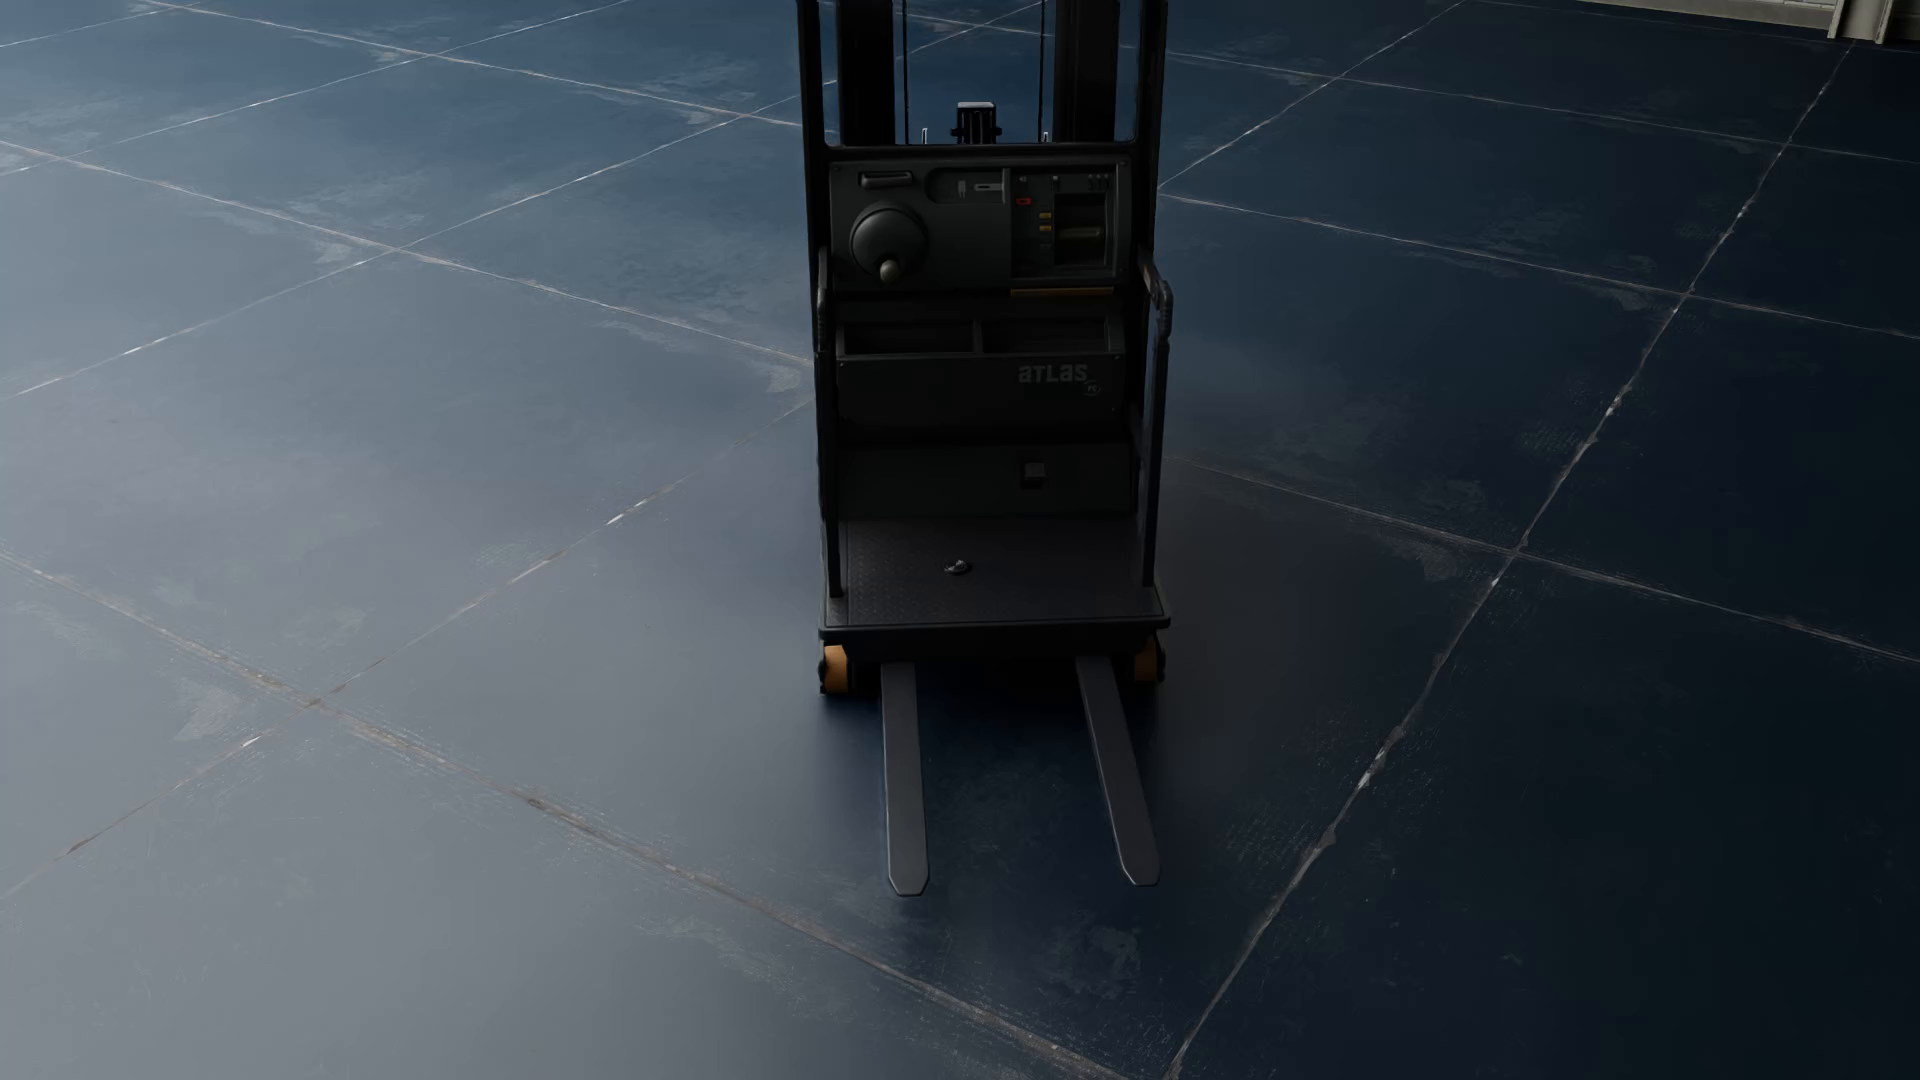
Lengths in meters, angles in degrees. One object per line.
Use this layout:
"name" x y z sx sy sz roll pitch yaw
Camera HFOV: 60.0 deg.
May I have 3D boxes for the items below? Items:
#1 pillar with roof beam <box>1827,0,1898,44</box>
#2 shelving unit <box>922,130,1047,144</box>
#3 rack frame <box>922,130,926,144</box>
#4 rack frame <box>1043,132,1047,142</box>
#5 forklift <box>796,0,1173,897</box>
"pillar with roof beam" 4.723 -5.981 7.572 0.400 9.000 9.100 18 35 27
"shelving unit" 0.088 -1.059 6.864 0.503 1.200 0.258 2 28 4
"rack frame" -0.155 -1.068 6.880 0.015 1.200 0.240 2 28 4
"rack frame" 0.332 -1.050 6.849 0.015 1.200 0.240 2 28 4
"forklift" 0.082 -0.936 4.946 1.130 2.935 3.031 -2 30 -3
